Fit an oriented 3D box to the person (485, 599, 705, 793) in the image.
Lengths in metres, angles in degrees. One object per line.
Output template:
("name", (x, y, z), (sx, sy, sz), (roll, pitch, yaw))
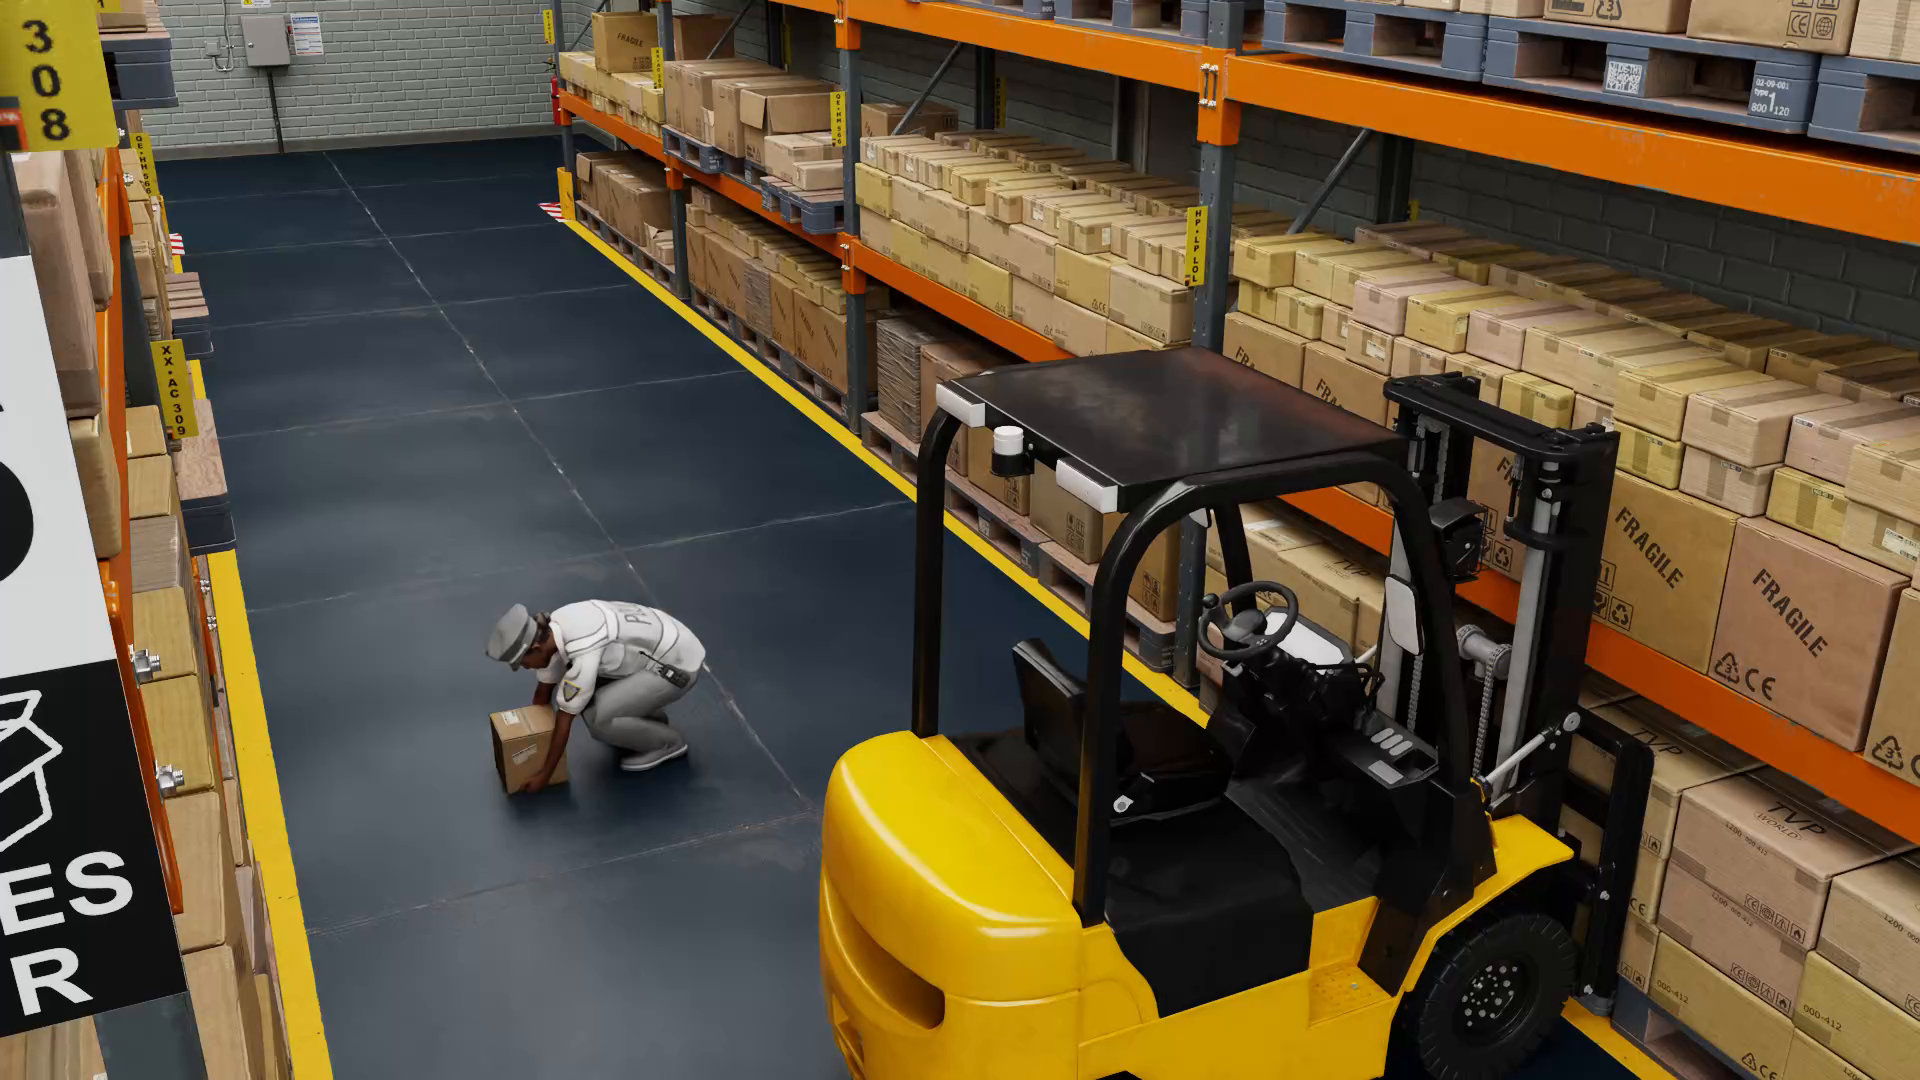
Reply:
("person", (-1.499, 0.597, 6.901), (0.895, 0.850, 0.474), (-11, 25, -24))
